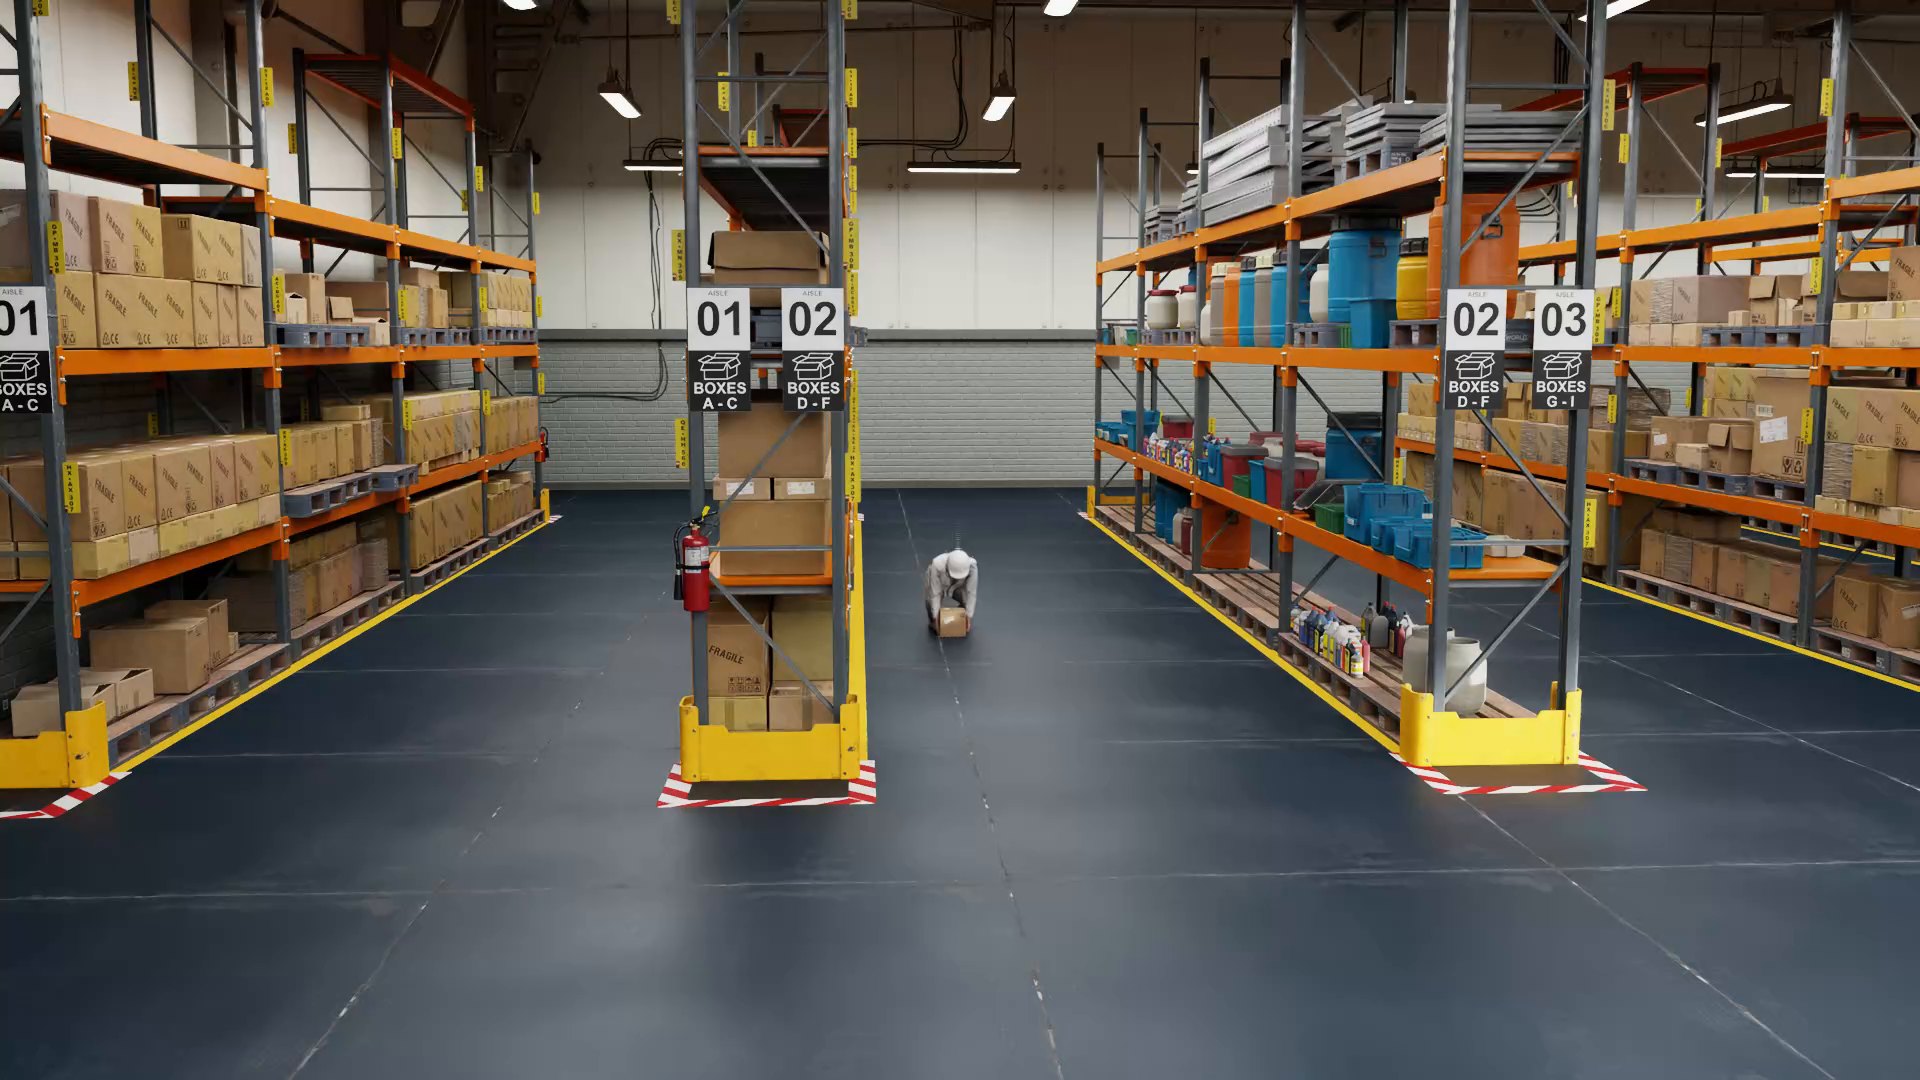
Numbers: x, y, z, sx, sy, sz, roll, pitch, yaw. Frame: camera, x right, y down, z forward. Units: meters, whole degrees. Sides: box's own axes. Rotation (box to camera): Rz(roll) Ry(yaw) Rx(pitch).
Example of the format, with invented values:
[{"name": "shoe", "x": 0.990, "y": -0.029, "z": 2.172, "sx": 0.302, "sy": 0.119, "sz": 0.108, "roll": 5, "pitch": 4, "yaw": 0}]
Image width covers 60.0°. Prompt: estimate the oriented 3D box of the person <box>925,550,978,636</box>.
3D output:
[{"name": "person", "x": -0.093, "y": 0.486, "z": 16.571, "sx": 0.527, "sy": 0.871, "sz": 0.927, "roll": 0, "pitch": 7, "yaw": -4}]
